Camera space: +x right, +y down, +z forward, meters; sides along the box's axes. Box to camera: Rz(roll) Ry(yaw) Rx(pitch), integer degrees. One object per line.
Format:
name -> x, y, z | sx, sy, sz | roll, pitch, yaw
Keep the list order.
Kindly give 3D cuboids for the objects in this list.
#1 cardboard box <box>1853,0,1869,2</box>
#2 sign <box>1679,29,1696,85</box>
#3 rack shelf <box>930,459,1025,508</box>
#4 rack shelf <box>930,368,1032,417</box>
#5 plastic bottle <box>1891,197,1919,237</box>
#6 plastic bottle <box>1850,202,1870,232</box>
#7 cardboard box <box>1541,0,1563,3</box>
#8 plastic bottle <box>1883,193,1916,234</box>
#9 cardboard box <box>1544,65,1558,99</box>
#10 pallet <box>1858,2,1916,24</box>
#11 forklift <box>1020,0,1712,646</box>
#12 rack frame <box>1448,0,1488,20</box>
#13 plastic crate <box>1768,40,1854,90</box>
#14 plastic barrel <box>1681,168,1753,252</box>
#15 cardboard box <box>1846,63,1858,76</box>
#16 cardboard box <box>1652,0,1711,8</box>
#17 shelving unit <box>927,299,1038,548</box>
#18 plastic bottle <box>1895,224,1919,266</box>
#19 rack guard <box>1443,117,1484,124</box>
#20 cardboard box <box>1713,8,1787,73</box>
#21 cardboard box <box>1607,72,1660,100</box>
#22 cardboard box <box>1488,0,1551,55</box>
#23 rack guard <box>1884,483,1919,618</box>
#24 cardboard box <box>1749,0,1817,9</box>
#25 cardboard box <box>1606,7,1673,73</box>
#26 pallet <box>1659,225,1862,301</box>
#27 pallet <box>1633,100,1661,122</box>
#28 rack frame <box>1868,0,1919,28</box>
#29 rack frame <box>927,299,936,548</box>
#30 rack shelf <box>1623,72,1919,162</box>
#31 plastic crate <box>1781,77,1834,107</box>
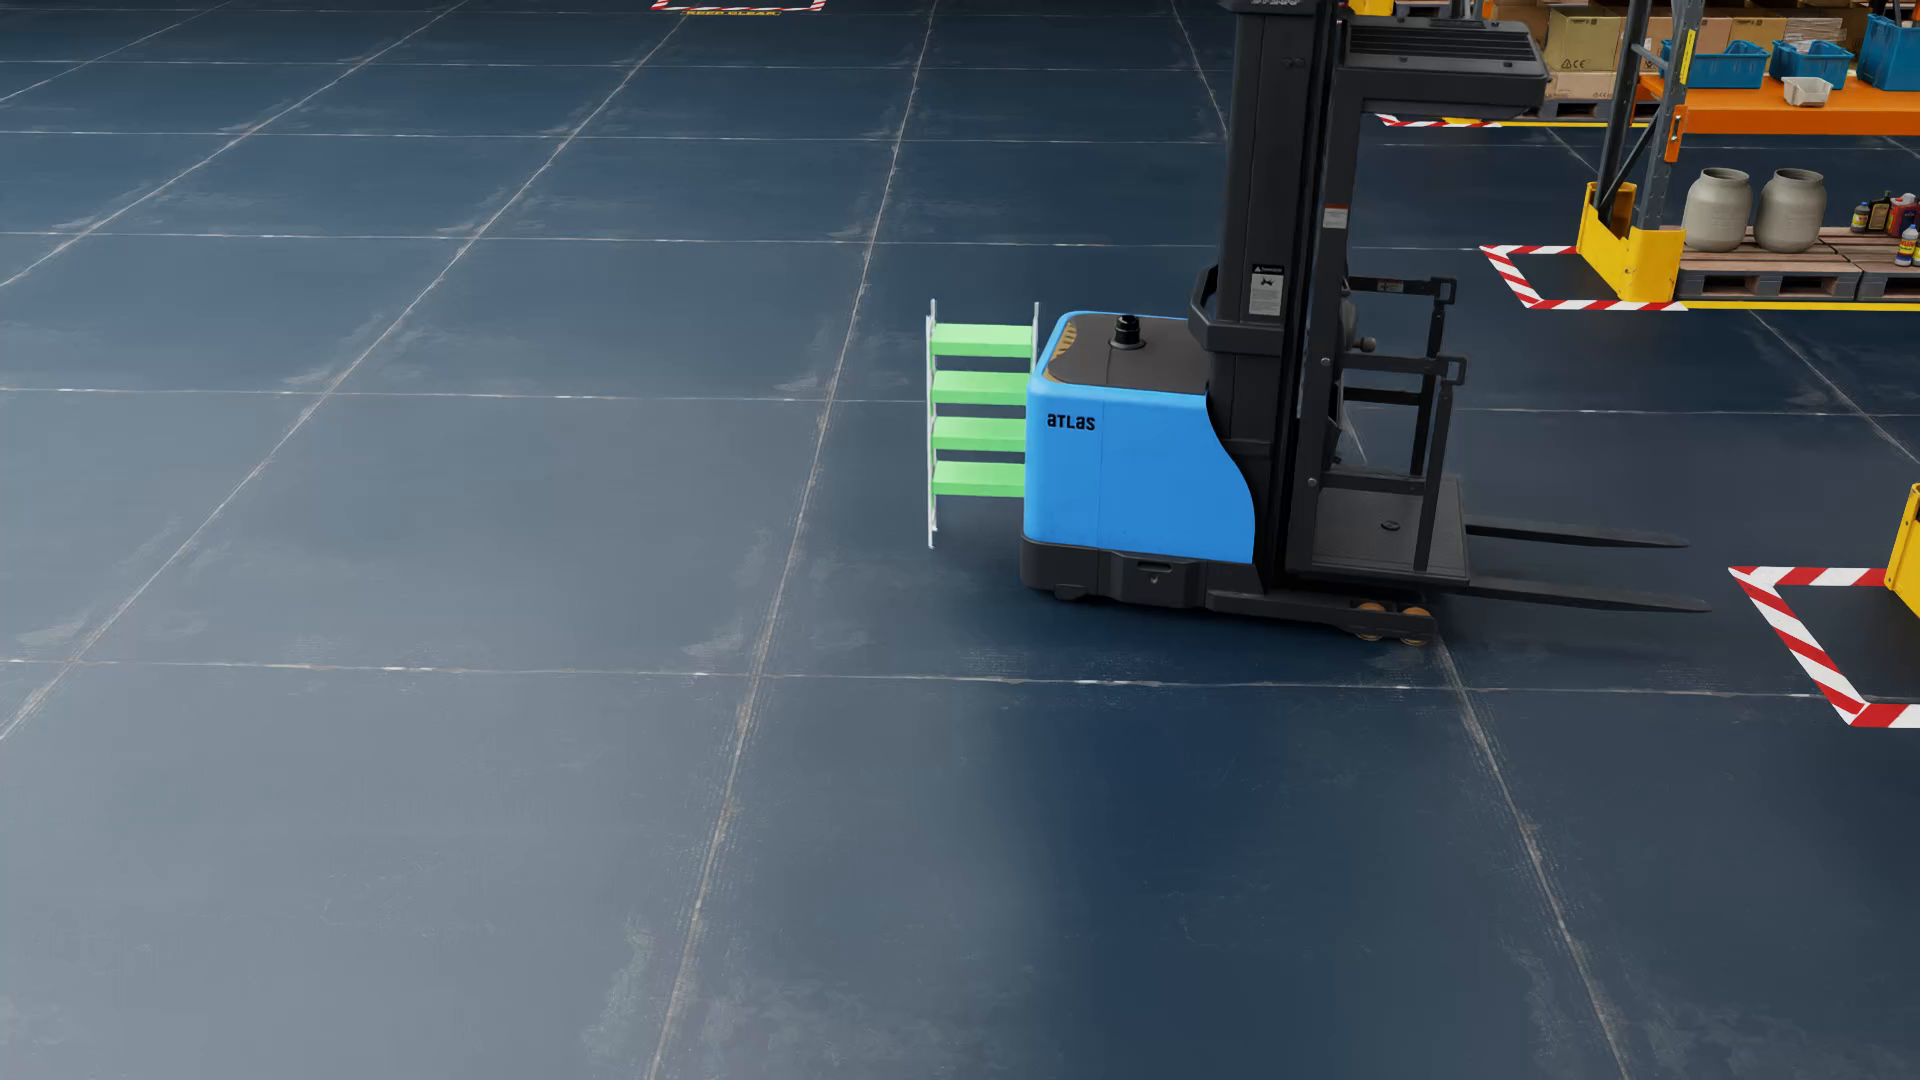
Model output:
cardboard box -> 10.732, -6.834, 20.139 | 0.500, 0.500, 0.700 | 1, 28, 2
sign -> 4.598, -3.055, 10.515 | 0.005, 0.325, 0.100 | 1, 28, 2
rack shelf -> 0.107, -0.269, 8.126 | 0.480, 0.148, 0.258 | 2, 28, 4
rack shelf -> 0.107, -0.694, 7.901 | 0.480, 0.148, 0.258 | 2, 28, 4
plastic bottle -> 6.721, -2.292, 11.802 | 0.133, 0.283, 0.061 | 1, 28, 2
plastic bottle -> 6.473, -2.323, 11.948 | 0.097, 0.201, 0.097 | 0, 28, 0
cardboard box -> 6.961, -6.819, 20.110 | 0.500, 0.500, 0.700 | -1, 28, -1
plastic bottle -> 6.724, -2.339, 11.898 | 0.135, 0.276, 0.152 | 1, 28, 2
cardboard box -> 5.329, -4.366, 15.772 | 0.500, 0.250, 0.500 | 1, 28, 2
pallet -> 10.970, -6.498, 20.283 | 1.213, 0.211, 1.003 | 1, 28, 2
forklift -> 1.851, -1.101, 7.197 | 3.031, 2.935, 1.130 | 6, 29, 11
rack frame -> 4.801, -5.509, 15.439 | 0.127, 3.000, 1.000 | 1, 28, 2
plastic crate -> 5.782, -3.243, 11.324 | 0.408, 0.251, 0.499 | 1, 28, 2
plastic barrel -> 5.282, -2.301, 11.597 | 0.421, 0.512, 0.421 | 0, 28, 0
cardboard box -> 8.327, -4.319, 15.681 | 0.500, 0.250, 0.500 | 1, 28, 2
cardboard box -> 6.847, -4.923, 16.020 | 0.500, 0.500, 0.500 | 1, 28, 2
shelving unit -> 0.107, -0.538, 7.984 | 0.503, 1.200, 0.258 | 2, 28, 4
plastic bottle -> 6.423, -2.003, 11.270 | 0.097, 0.271, 0.097 | 0, 28, 0
rack guard -> 4.777, -4.405, 16.025 | 0.348, 0.500, 1.175 | 1, 28, 2
cardboard box -> 7.328, -4.670, 15.544 | 0.500, 0.500, 0.500 | 1, 28, 2
cardboard box -> 6.328, -4.351, 15.743 | 0.500, 0.250, 0.500 | 1, 28, 2
cardboard box -> 5.347, -4.941, 16.055 | 0.500, 0.500, 0.500 | 1, 28, 2
rack guard -> 4.523, 0.234, 7.275 | 0.348, 0.500, 1.175 | 1, 28, 2
cardboard box -> 7.846, -4.903, 15.984 | 0.500, 0.500, 0.500 | 1, 28, 2
cardboard box -> 6.329, -4.688, 15.578 | 0.500, 0.500, 0.500 | 1, 28, 2
pallet -> 5.511, -1.963, 11.728 | 1.213, 0.211, 1.003 | 1, 28, 2
pallet -> 6.782, -4.262, 16.065 | 1.213, 0.211, 1.003 | 1, 28, 2
rack frame -> 8.798, -5.443, 15.314 | 0.127, 3.000, 1.000 | 1, 28, 2
rack frame -> -0.136, -0.547, 8.001 | 0.015, 1.200, 0.240 | 2, 28, 4
rack shelf -> 6.621, -2.839, 11.172 | 4.000, 0.370, 1.077 | 1, 28, 2
plastic crate -> 5.505, -2.908, 10.815 | 0.250, 0.136, 0.298 | 1, 28, 2
